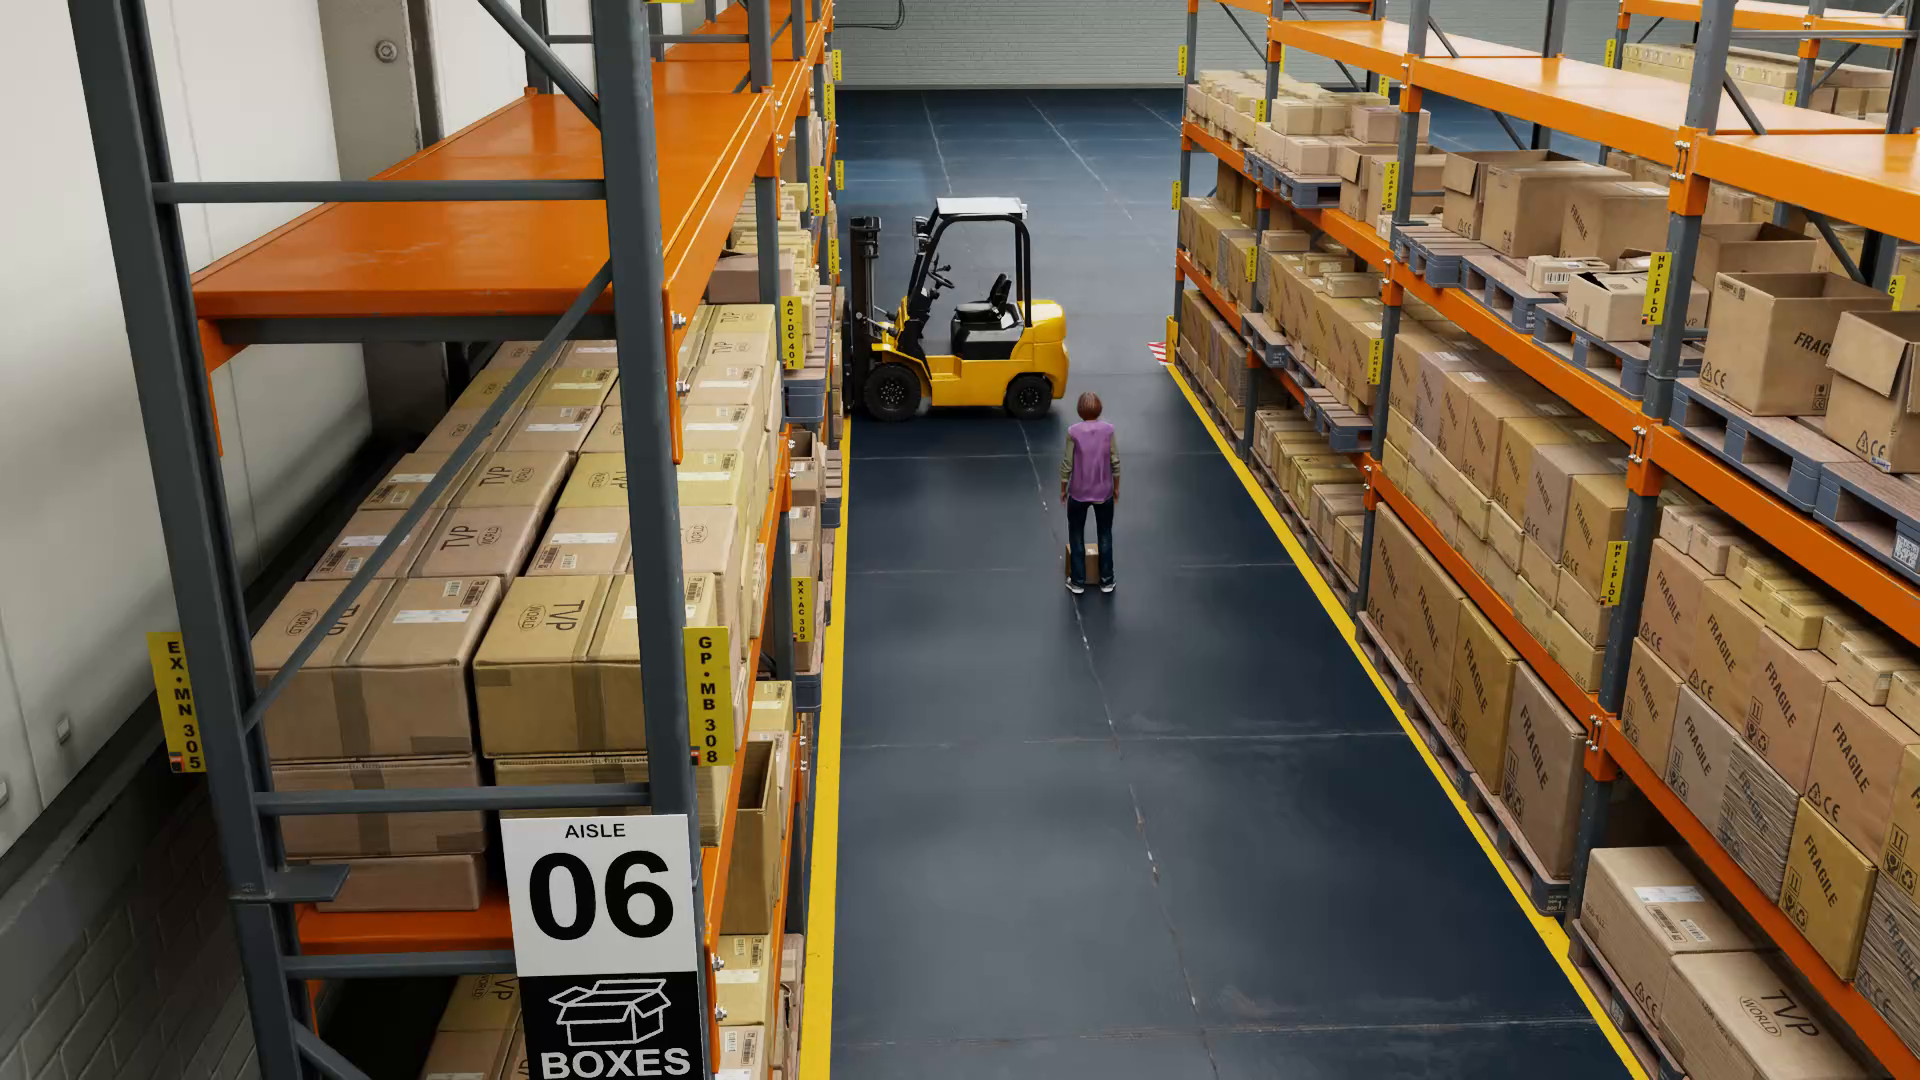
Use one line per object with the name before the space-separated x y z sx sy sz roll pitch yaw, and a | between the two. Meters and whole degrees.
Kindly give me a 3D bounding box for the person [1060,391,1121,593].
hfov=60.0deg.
person | 1.005 -0.355 12.832 0.472 1.593 0.350 -2 21 -4
